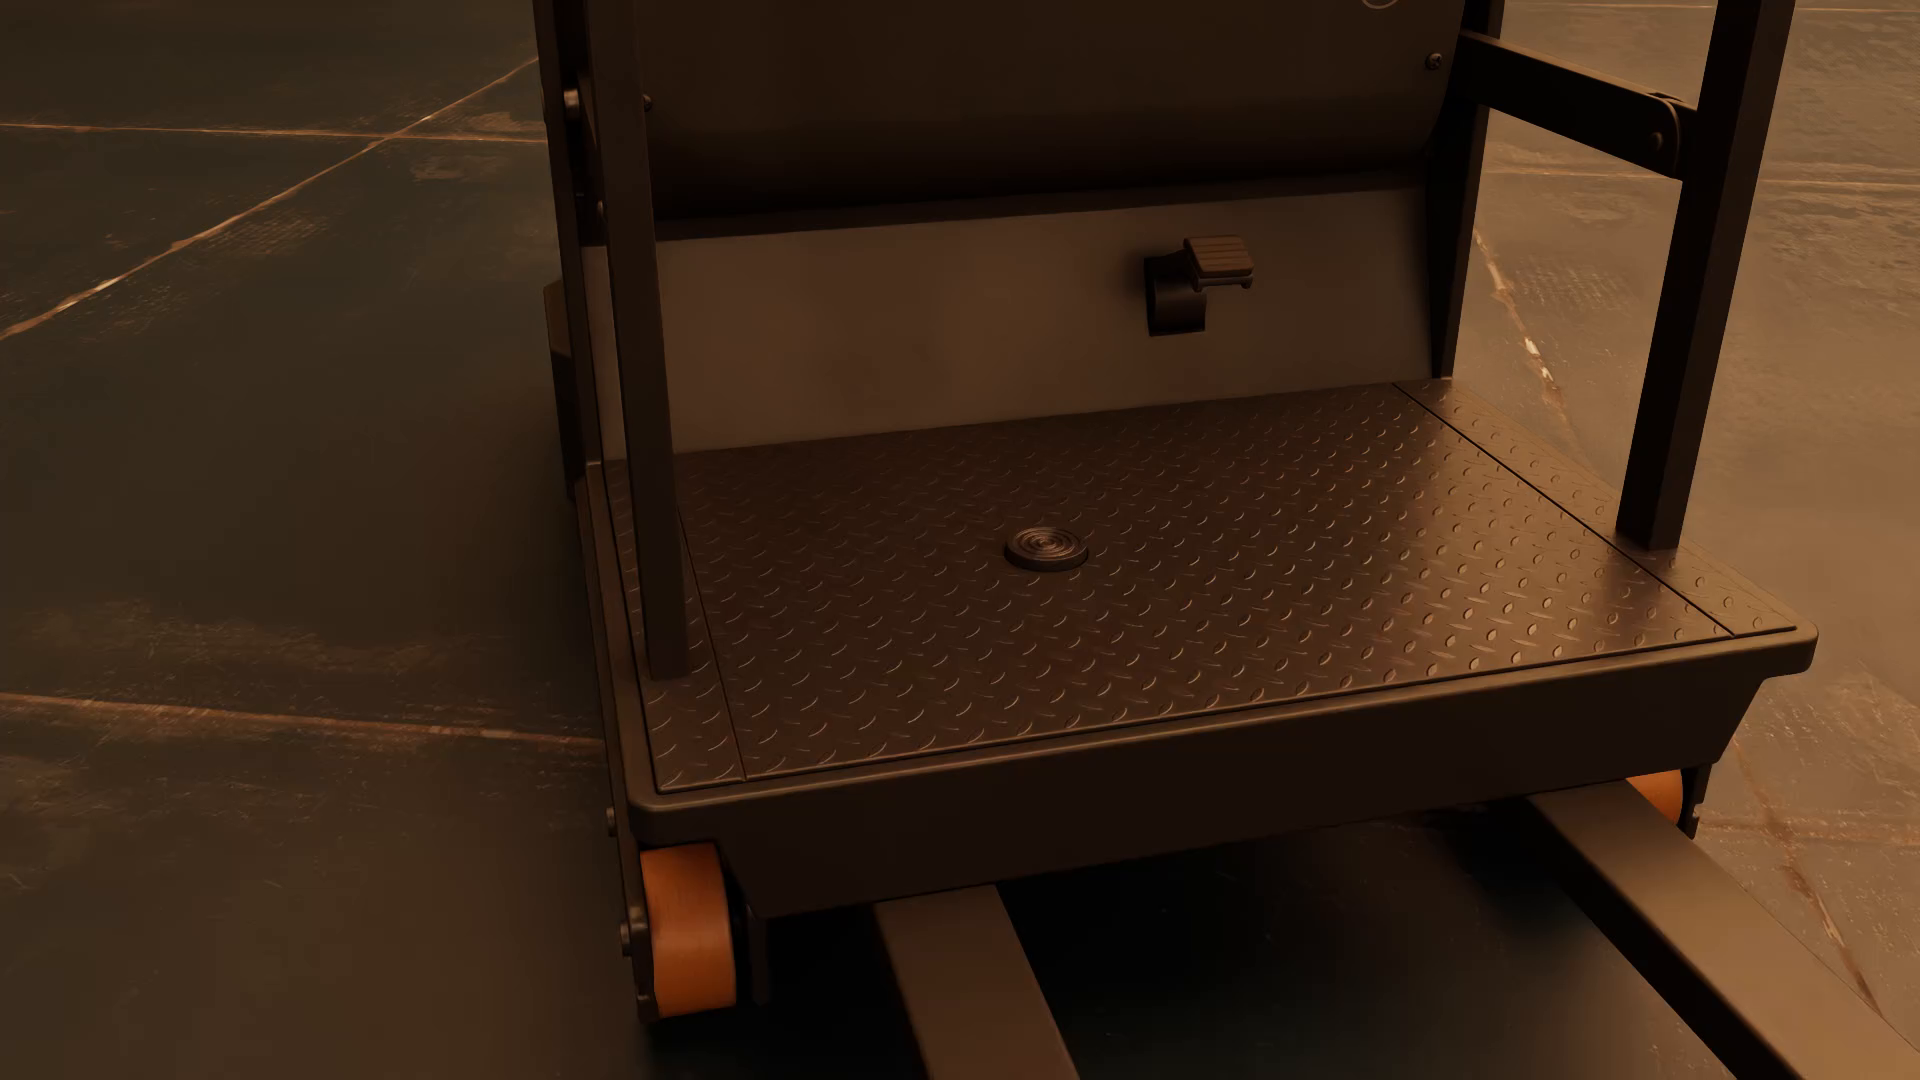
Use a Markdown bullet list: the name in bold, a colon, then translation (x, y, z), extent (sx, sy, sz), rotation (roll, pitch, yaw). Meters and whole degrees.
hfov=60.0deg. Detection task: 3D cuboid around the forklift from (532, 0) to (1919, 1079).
- **forklift**: translation (0.153, -1.049, 1.319), extent (1.130, 2.935, 3.031), rotation (-7, 27, -13)
